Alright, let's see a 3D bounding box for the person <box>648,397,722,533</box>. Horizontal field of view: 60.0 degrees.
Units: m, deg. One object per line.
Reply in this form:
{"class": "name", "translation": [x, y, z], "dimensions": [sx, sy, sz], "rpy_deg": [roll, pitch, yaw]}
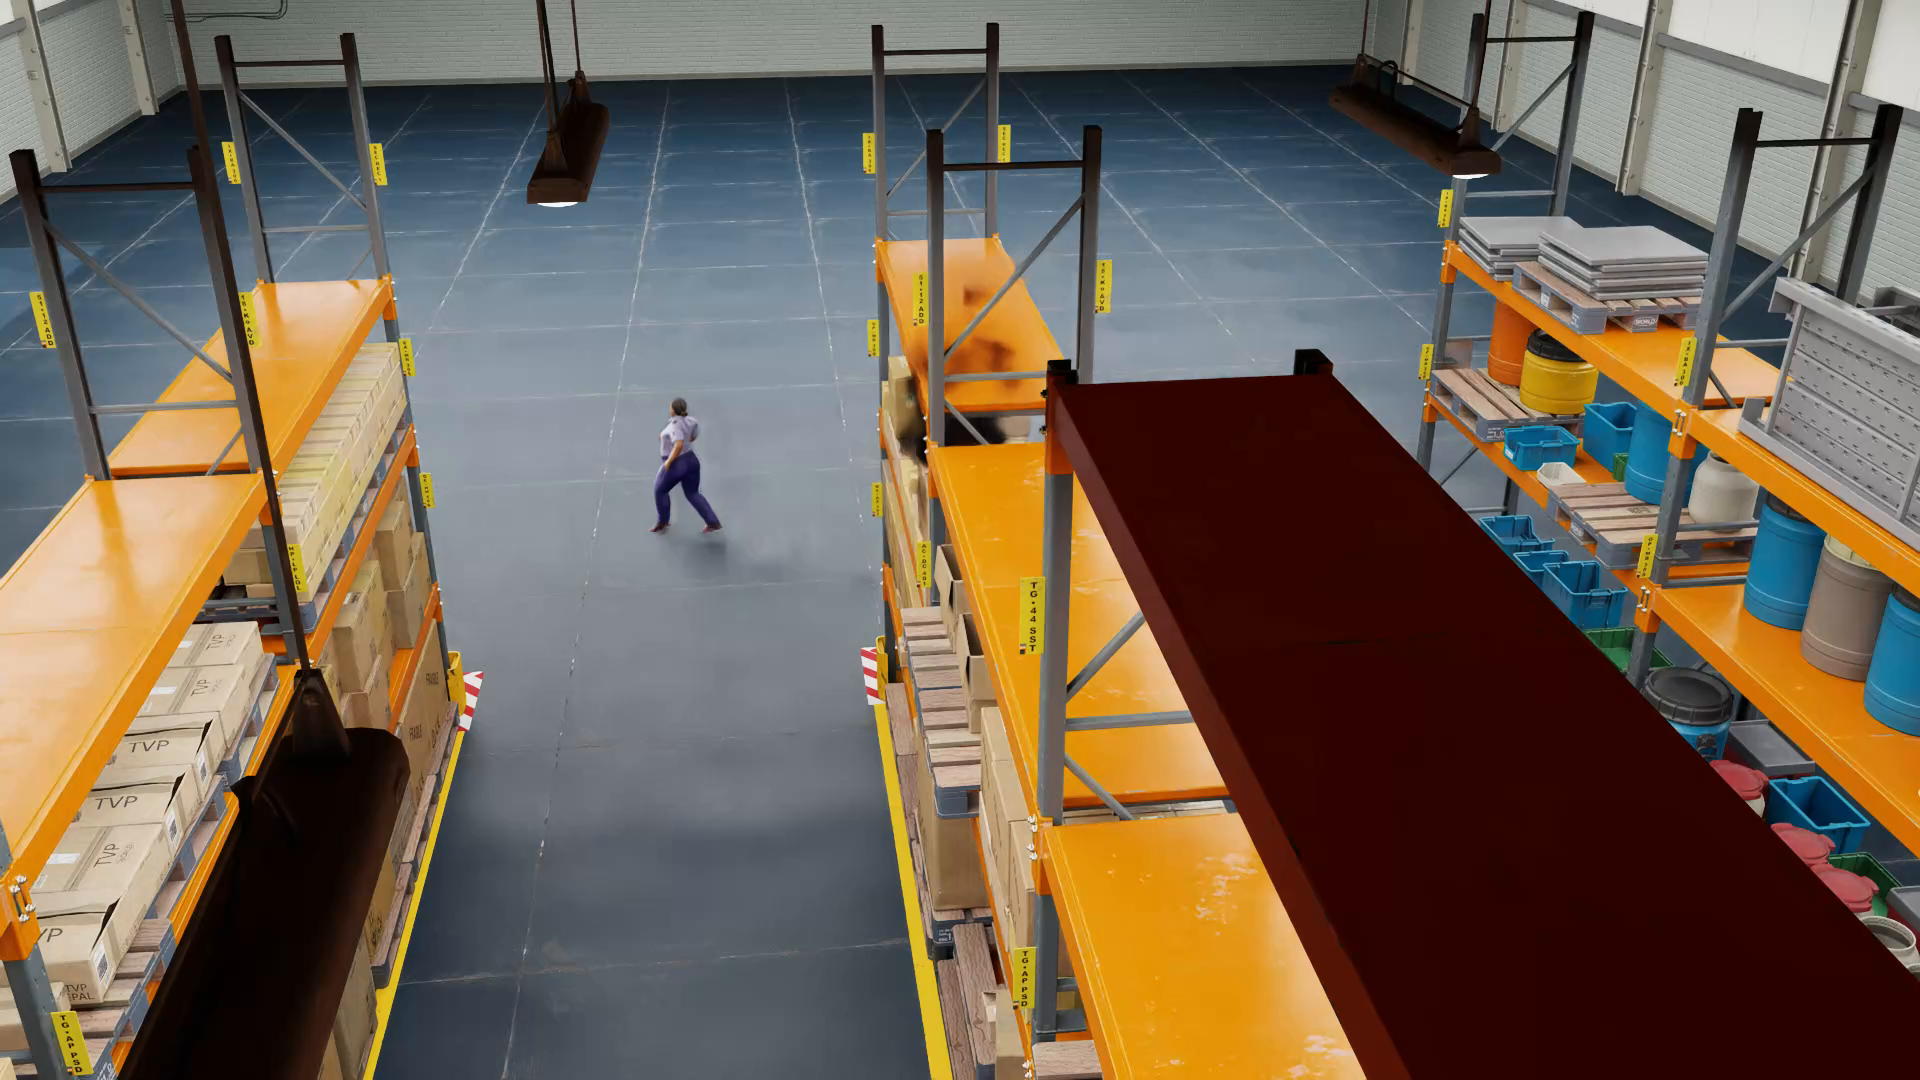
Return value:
{"class": "person", "translation": [-3.086, -0.783, 18.273], "dimensions": [0.894, 1.670, 0.606], "rpy_deg": [17, 30, 31]}
